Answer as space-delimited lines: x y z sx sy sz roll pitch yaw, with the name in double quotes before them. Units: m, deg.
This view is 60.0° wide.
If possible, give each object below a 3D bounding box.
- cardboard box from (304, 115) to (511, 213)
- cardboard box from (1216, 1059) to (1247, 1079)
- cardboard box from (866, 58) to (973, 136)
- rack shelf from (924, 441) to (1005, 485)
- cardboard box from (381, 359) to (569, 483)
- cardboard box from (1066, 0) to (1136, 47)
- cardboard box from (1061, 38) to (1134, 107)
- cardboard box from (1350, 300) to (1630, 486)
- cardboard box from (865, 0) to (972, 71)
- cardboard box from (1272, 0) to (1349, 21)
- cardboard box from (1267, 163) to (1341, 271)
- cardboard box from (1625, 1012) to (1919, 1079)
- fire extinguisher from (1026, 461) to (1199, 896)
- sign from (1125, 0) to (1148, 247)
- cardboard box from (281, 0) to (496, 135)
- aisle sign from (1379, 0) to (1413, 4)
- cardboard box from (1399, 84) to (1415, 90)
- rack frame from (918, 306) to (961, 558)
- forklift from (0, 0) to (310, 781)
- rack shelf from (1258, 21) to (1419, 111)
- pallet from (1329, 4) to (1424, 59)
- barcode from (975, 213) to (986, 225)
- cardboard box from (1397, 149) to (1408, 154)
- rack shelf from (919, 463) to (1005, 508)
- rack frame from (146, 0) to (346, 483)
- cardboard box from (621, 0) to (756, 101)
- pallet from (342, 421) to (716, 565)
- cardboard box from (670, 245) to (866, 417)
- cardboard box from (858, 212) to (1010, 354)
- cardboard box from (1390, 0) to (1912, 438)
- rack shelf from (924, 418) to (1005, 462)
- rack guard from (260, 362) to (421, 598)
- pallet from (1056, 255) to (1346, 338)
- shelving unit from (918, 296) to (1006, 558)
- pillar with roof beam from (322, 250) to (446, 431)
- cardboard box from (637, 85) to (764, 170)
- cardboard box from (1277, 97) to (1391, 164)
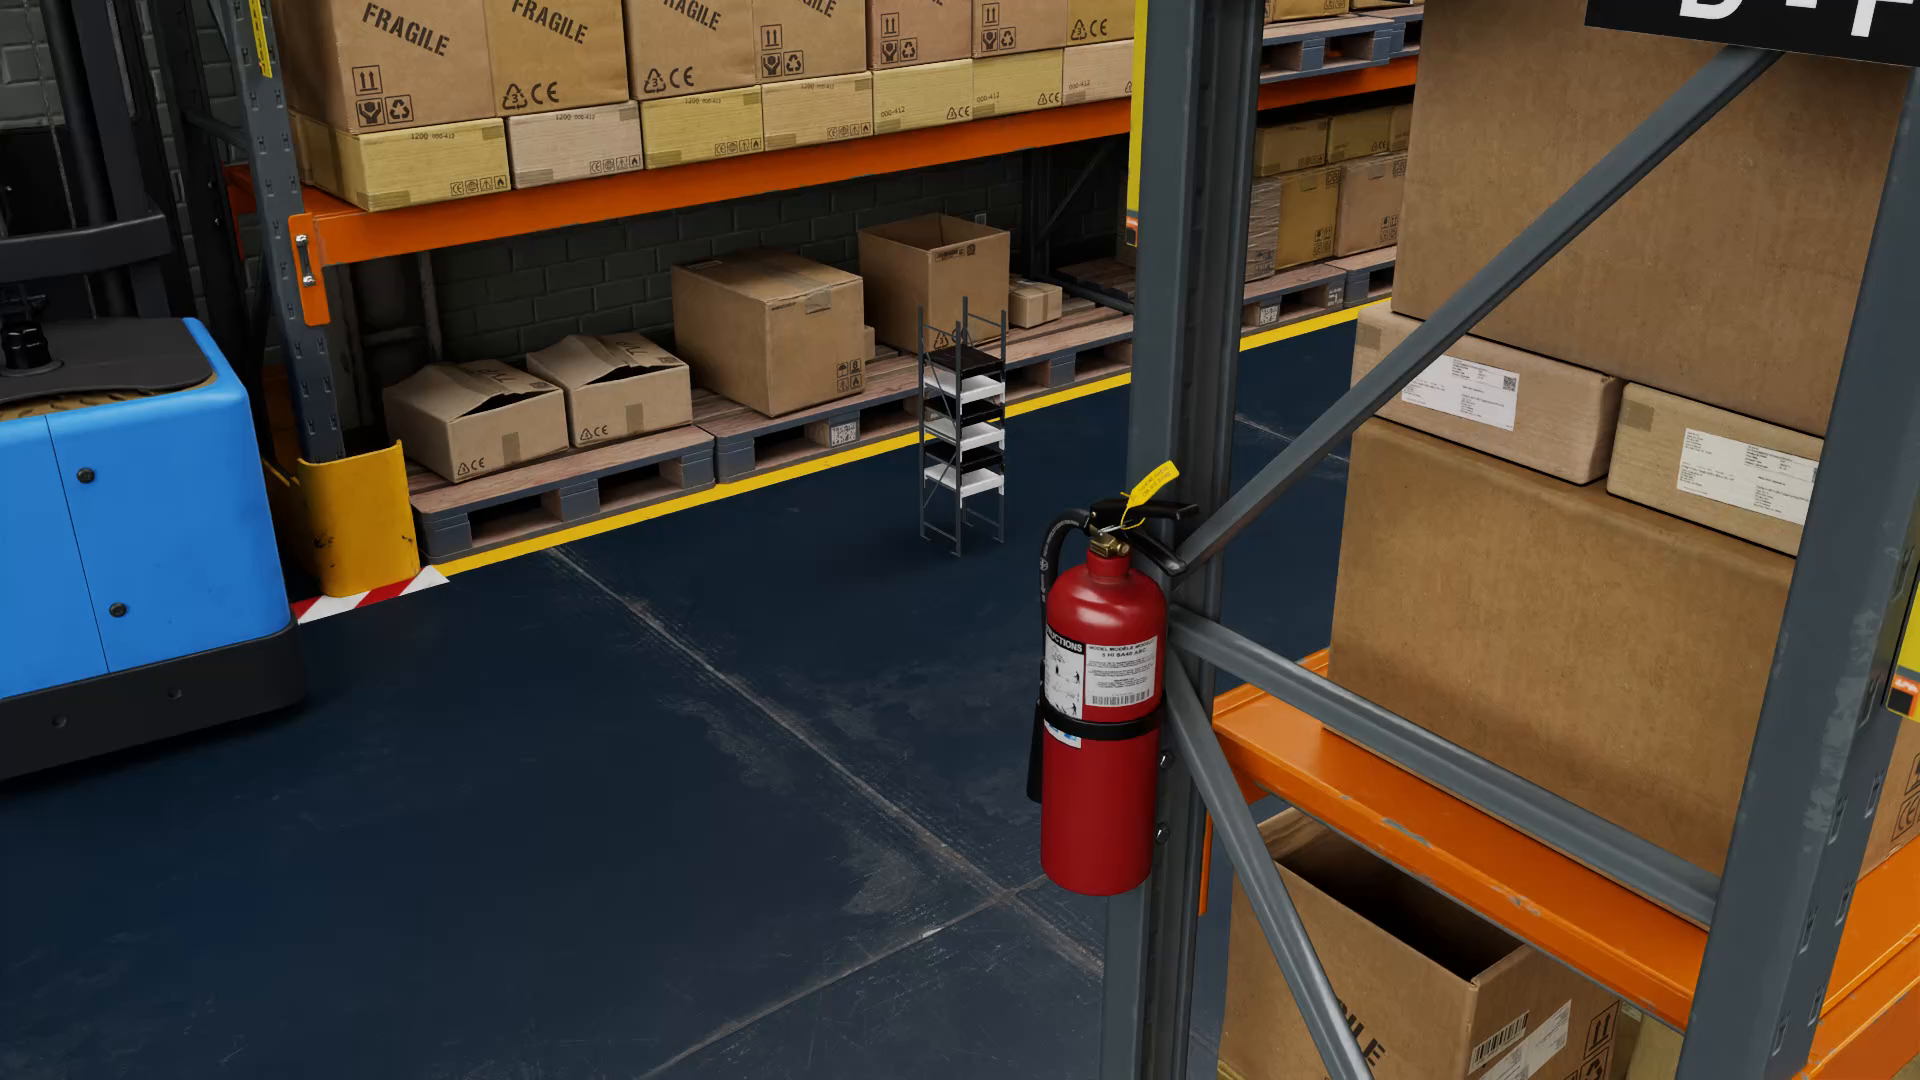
"cardboard box" -1.894 -1.329 5.704 0.500 0.250 0.500 -19 31 -35
"cardboard box" 0.825 1.094 3.098 0.500 0.250 0.500 -18 31 -34
"cardboard box" -0.296 -1.860 6.849 0.500 0.250 0.500 -18 31 -34
"rack shelf" 0.006 -0.298 6.117 0.200 0.077 0.258 -18 31 -34
"cardboard box" -1.874 -0.496 6.426 0.500 0.311 0.500 -23 33 -40
"cardboard box" 0.492 -2.461 7.253 0.500 0.500 0.500 -18 31 -34
"cardboard box" 0.488 -2.123 7.415 0.500 0.250 0.500 -18 30 -34
"cardboard box" 0.768 -0.228 2.289 0.250 0.149 0.380 -19 31 -35
"cardboard box" -0.300 -2.202 6.695 0.500 0.500 0.500 -19 31 -35
"cardboard box" 1.539 -2.914 8.323 0.500 0.500 0.700 -15 29 -29
"cardboard box" 1.618 -1.818 9.051 0.500 0.500 0.700 -19 31 -35
"cardboard box" 1.537 0.795 2.851 0.500 0.500 0.500 -18 31 -34
"fire extinguisher" 0.206 0.186 2.378 0.183 0.674 0.296 -18 31 -34
"sign" 0.261 -0.542 2.198 0.005 0.325 0.100 -18 31 -34
"cardboard box" -1.913 -1.672 5.552 0.500 0.500 0.500 -18 31 -34
"aisle sign" 0.352 -0.985 1.722 0.004 0.787 0.394 -18 31 -34
"cardboard box" 2.799 -2.518 9.669 0.500 0.250 0.500 -18 30 -33
"rack frame" -0.074 -0.384 6.008 0.006 0.900 0.240 -18 31 -34
"forklift" -3.189 -1.208 5.371 1.130 2.935 3.031 -15 29 -28
"rack shelf" 2.247 -2.598 9.140 4.000 0.370 1.077 -18 31 -34
"pallet" 2.289 -2.829 9.011 1.213 0.211 1.003 -18 31 -34
"barcode" 0.100 -1.555 8.104 0.075 0.075 0.001 -18 31 -34
"cardboard box" 2.436 -2.072 9.598 0.500 0.500 0.700 -18 31 -34
"rack shelf" 0.006 -0.217 6.155 0.200 0.077 0.258 -18 31 -34
"rack frame" -2.474 -1.366 5.630 0.127 3.000 1.000 -18 31 -34
"cardboard box" -1.108 -1.929 6.106 0.500 0.500 0.500 -19 31 -36
"pallet" -1.753 -0.320 6.689 1.213 0.211 1.003 -18 31 -34
"cardboard box" -0.818 -0.904 7.081 0.500 0.500 0.700 -21 32 -37
"cardboard box" -0.119 -1.188 7.693 0.500 0.500 0.500 -21 32 -38
"cardboard box" 1.002 -0.491 2.084 0.500 0.500 0.700 -18 30 -34
"rack shelf" 0.006 -0.380 6.079 0.200 0.077 0.258 -18 31 -34
"rack guard" -2.415 -0.252 6.199 0.348 0.500 1.175 -18 31 -34
"pallet" 1.285 -1.343 8.893 1.213 0.211 1.003 -18 31 -34
"shelving unit" 0.006 -0.410 6.065 0.210 0.900 0.258 -18 31 -34
"pillar with roof beam" 0.199 -3.129 2.304 0.400 9.000 9.100 -18 31 -34
"cardboard box" -1.090 -1.599 6.286 0.500 0.250 0.500 -19 31 -35
"cardboard box" 1.994 -2.260 9.111 0.500 0.250 0.500 -19 31 -35
